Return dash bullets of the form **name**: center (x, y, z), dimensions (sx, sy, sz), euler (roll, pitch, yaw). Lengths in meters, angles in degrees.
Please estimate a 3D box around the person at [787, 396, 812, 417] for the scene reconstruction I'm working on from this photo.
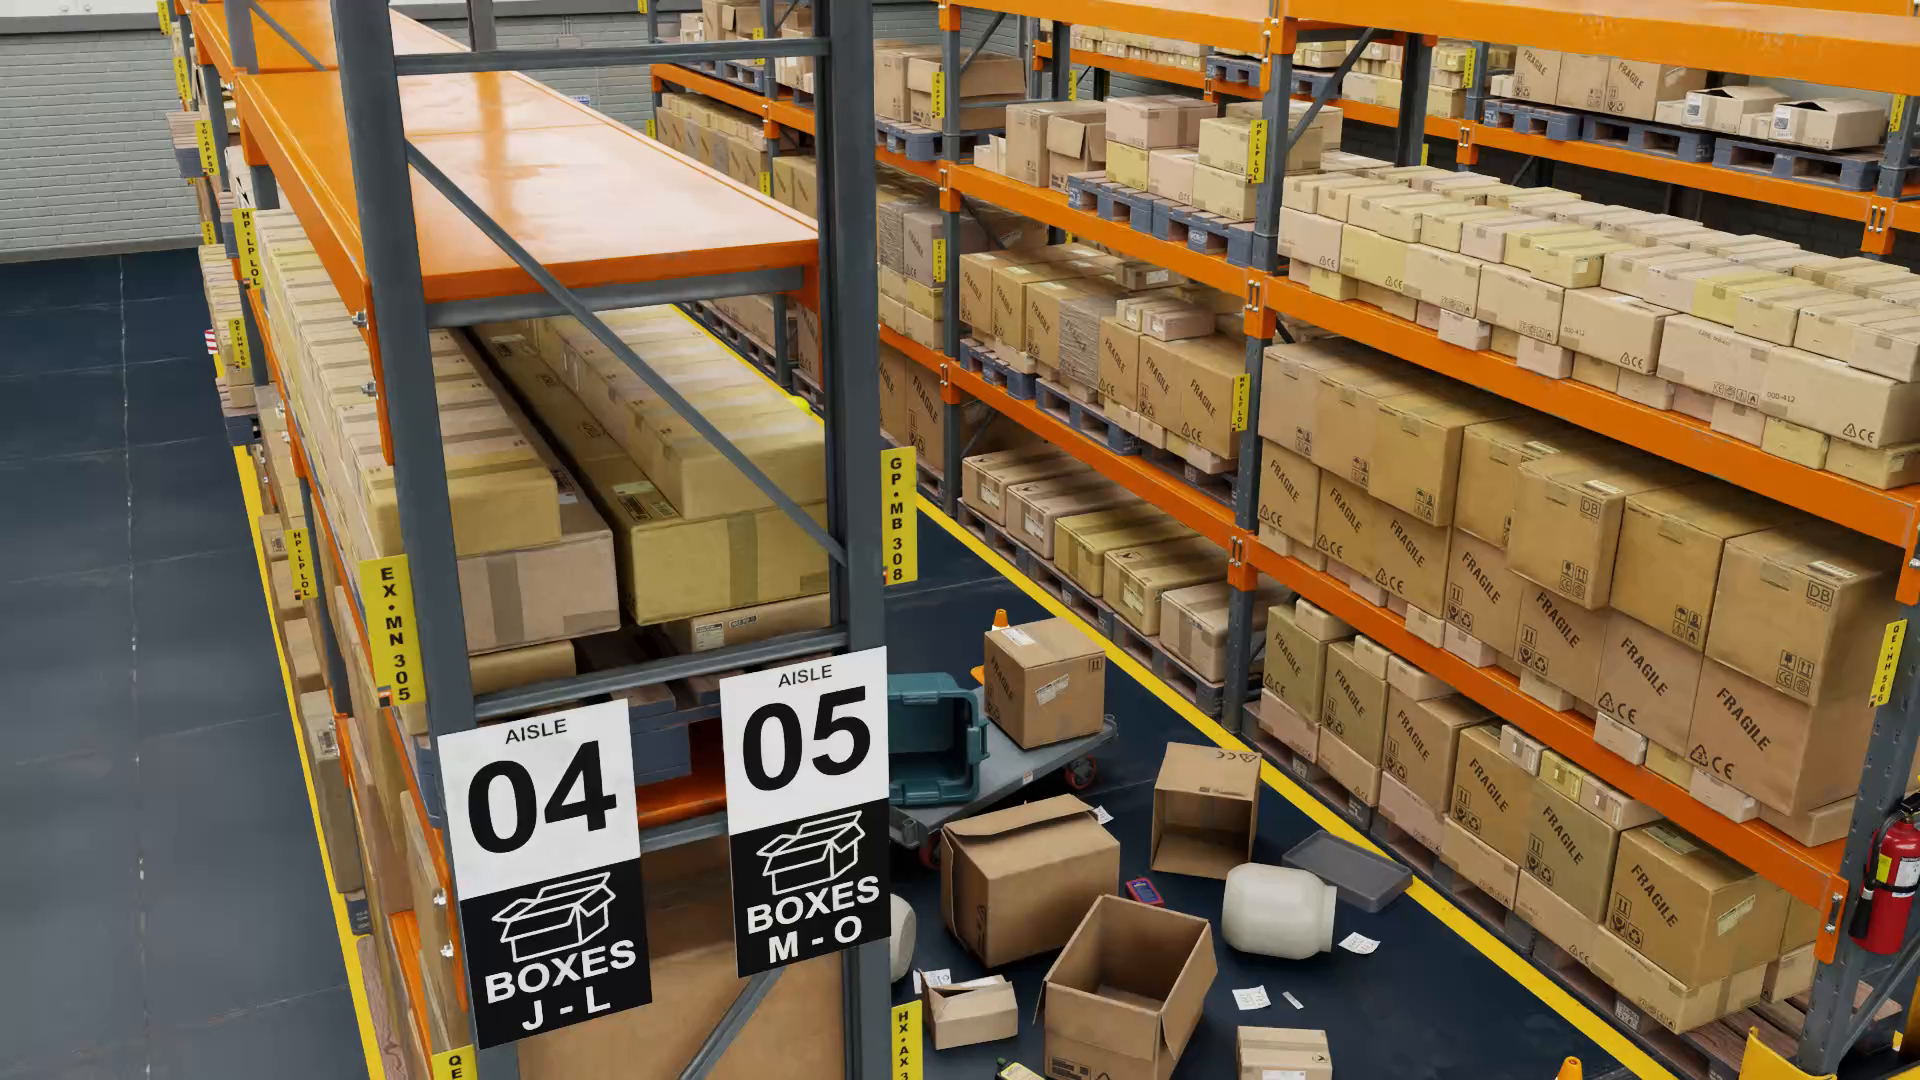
- **person**: center (-1.009, -0.105, 10.831), dimensions (0.463, 1.755, 0.625), euler (-11, 25, -26)
